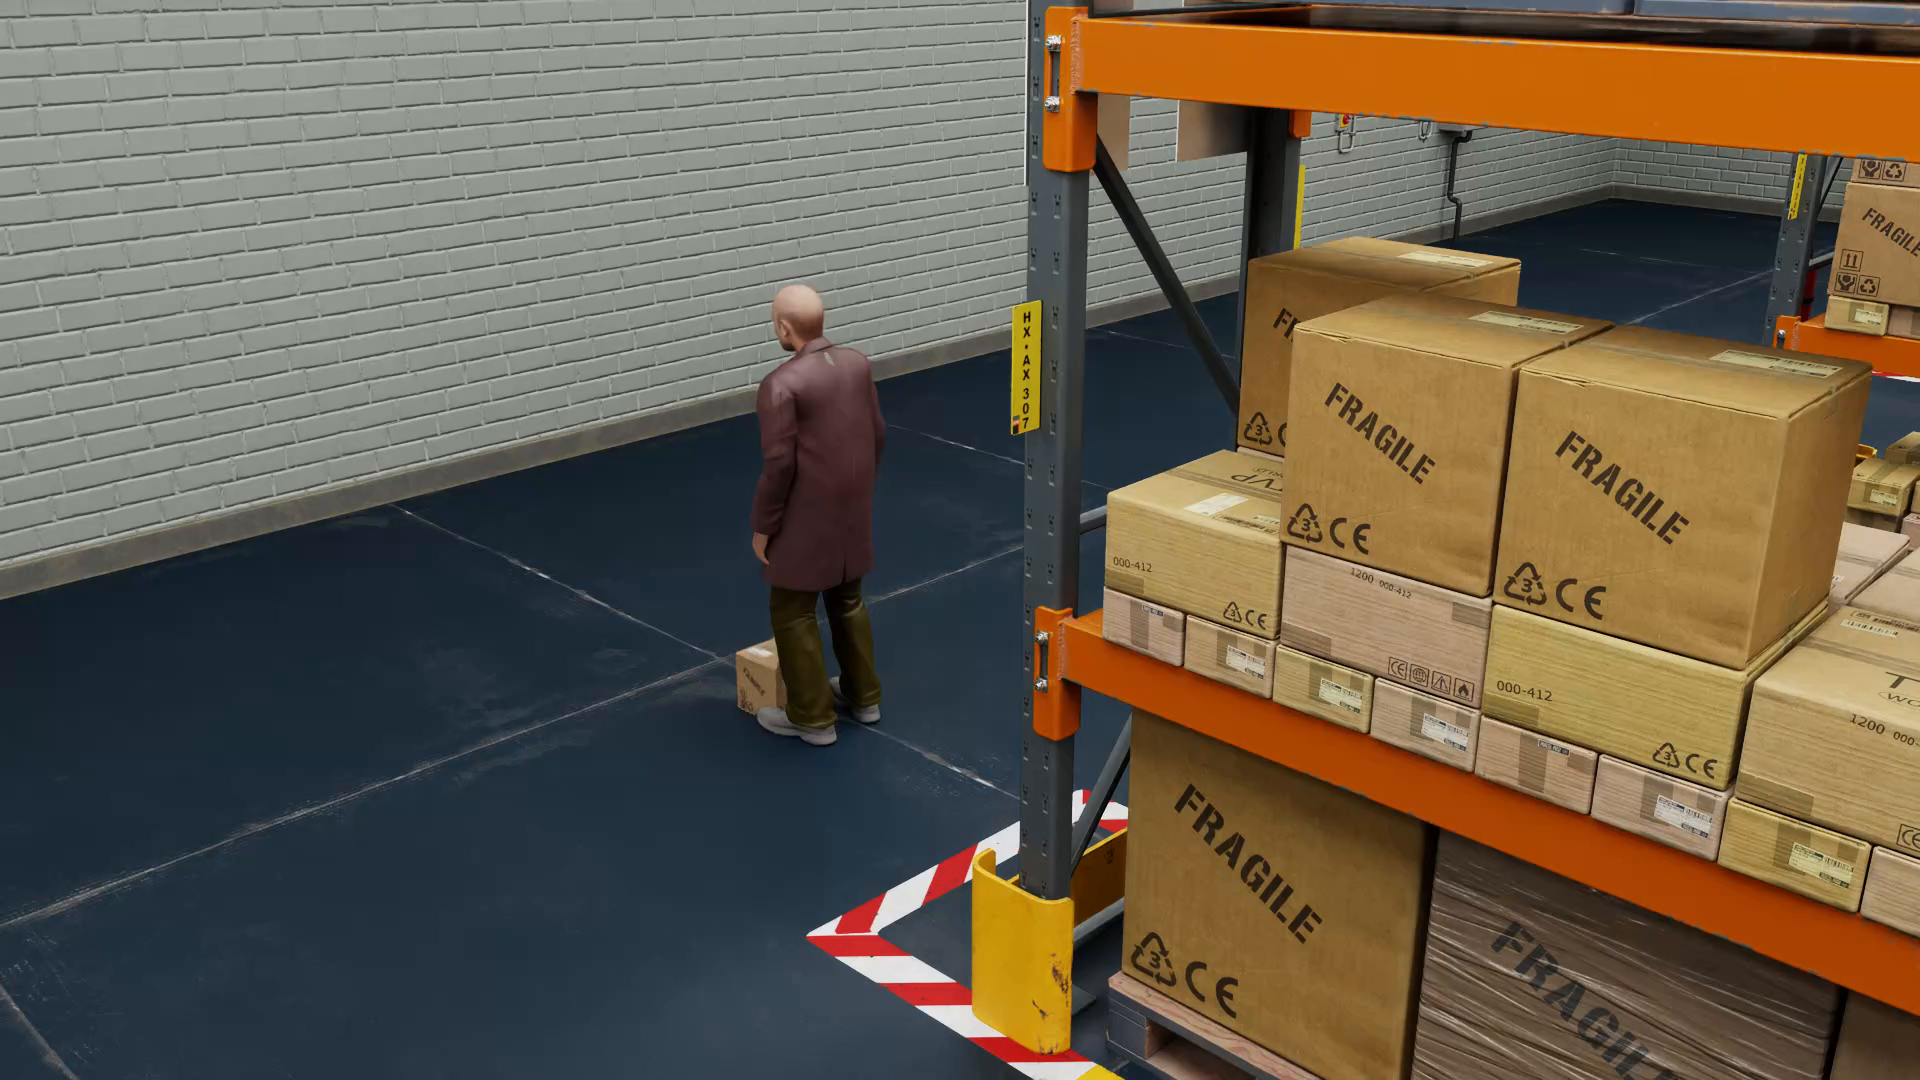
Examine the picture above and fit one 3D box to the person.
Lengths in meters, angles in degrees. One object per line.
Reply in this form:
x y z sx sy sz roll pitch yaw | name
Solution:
-0.547 -0.091 6.346 0.426 1.774 0.622 17 27 39 | person
